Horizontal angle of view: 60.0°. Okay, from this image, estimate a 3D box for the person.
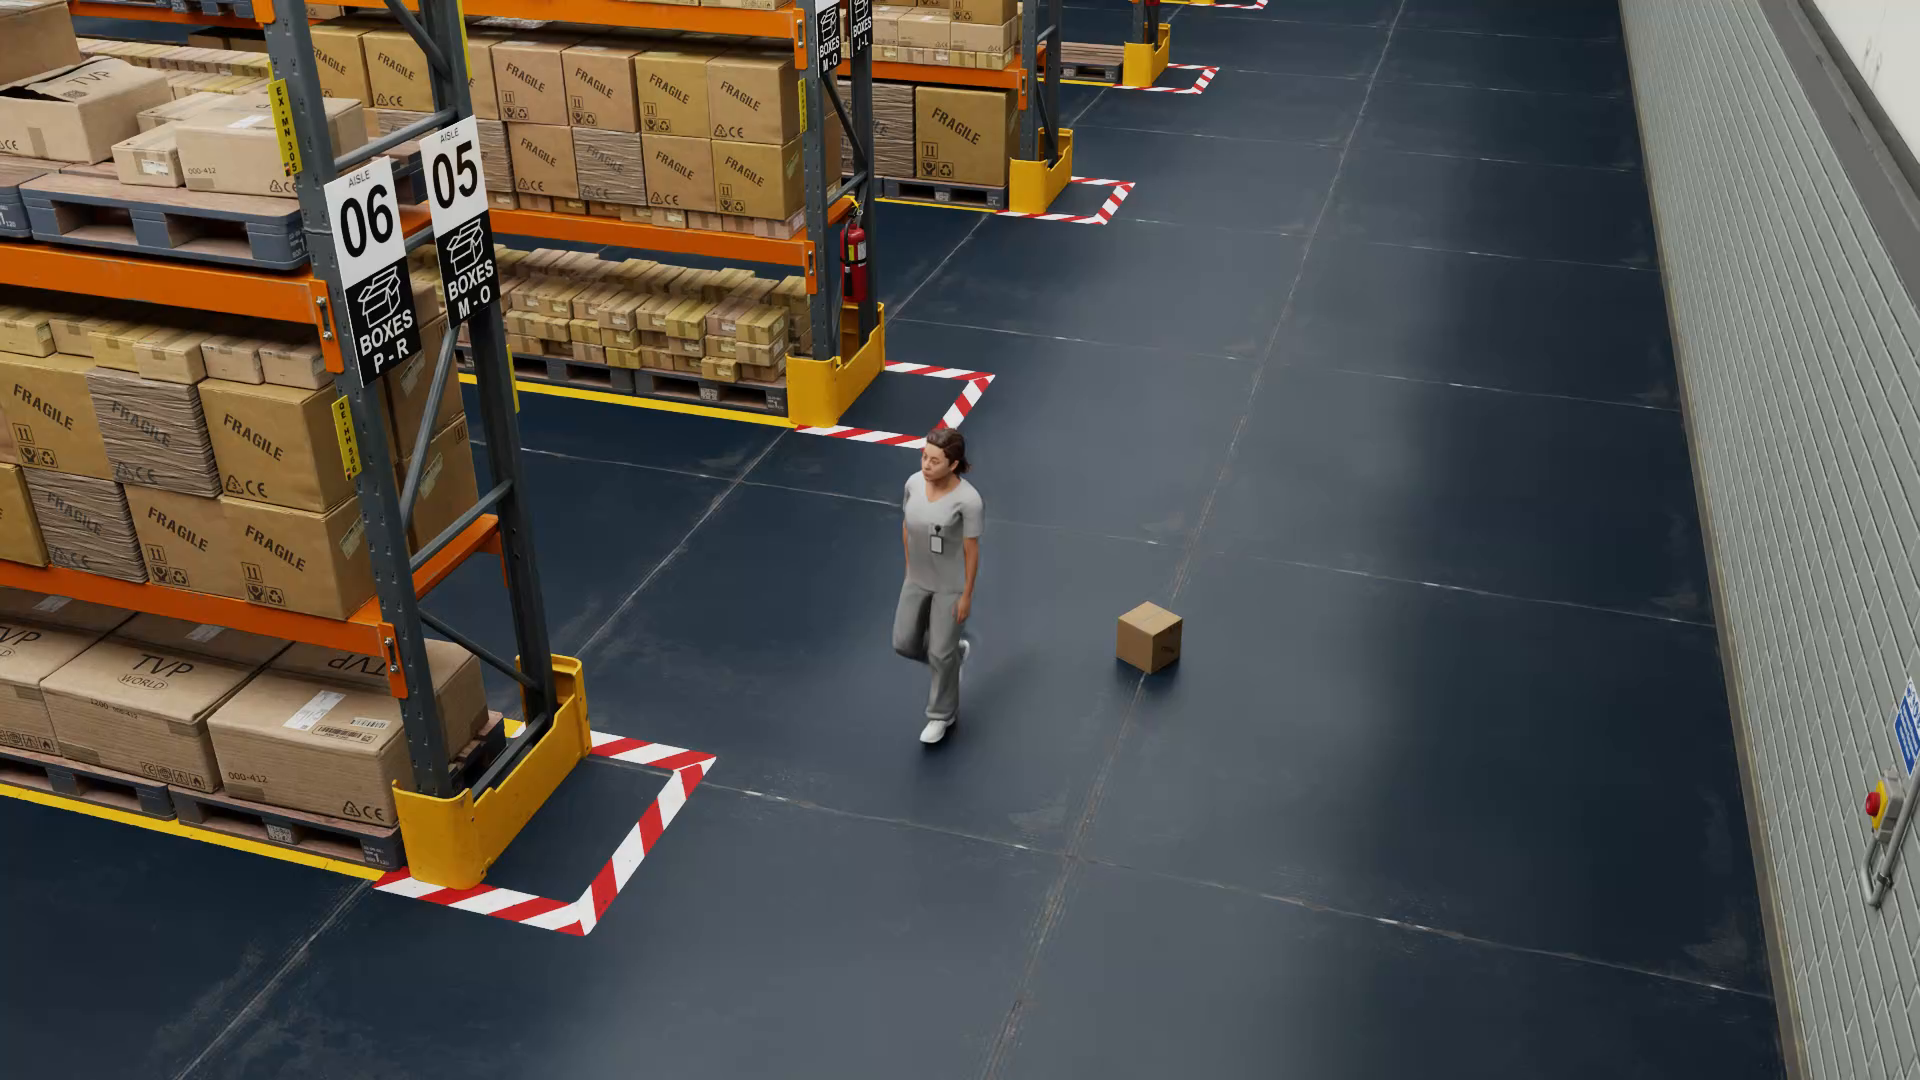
[{"bbox_3d":[-0.069,0.183,8.137,0.452,1.655,0.566,17,34,28],"label":"person"}]
